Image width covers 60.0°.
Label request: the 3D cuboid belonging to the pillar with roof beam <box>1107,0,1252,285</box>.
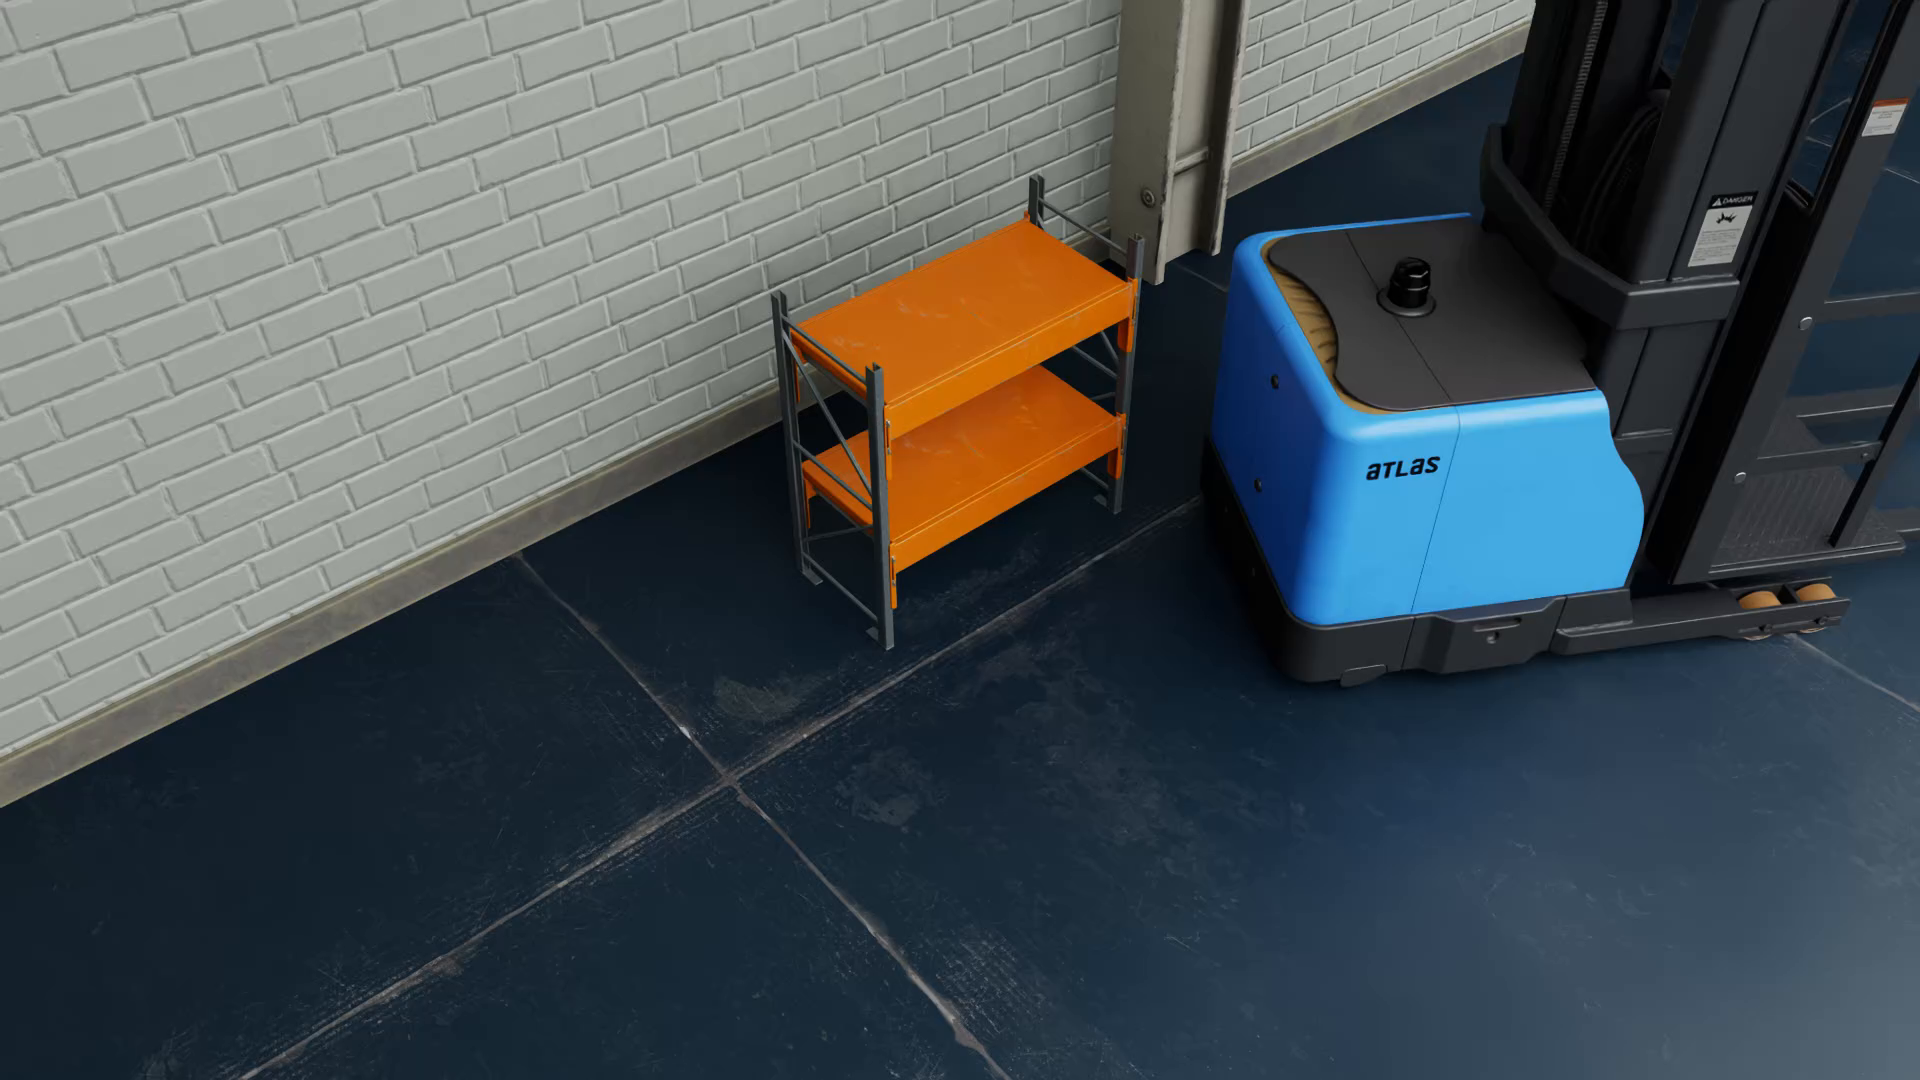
[{"bbox_3d":[3.619,-2.237,1.558,0.400,9.000,9.100,-30,51,-28],"label":"pillar with roof beam"}]

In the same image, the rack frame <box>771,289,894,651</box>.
[{"bbox_3d":[-0.385,-0.190,5.130,0.032,1.125,0.500,-30,51,-28],"label":"rack frame"}]

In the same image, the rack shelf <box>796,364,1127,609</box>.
[{"bbox_3d":[0.005,-0.235,5.535,1.000,0.278,0.538,-30,51,-28],"label":"rack shelf"}]

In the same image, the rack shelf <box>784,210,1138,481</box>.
[{"bbox_3d":[0.005,-0.626,5.168,1.000,0.278,0.538,-30,51,-28],"label":"rack shelf"}]

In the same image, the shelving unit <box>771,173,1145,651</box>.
[{"bbox_3d":[0.005,-0.413,5.368,1.048,1.125,0.538,-30,51,-28],"label":"shelving unit"}]

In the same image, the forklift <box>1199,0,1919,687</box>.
[{"bbox_3d":[2.409,-1.094,4.774,3.031,2.935,1.130,-7,44,-7],"label":"forklift"}]

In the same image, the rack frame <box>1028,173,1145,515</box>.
[{"bbox_3d":[0.395,-0.636,5.606,0.032,1.125,0.500,-30,51,-28],"label":"rack frame"}]
